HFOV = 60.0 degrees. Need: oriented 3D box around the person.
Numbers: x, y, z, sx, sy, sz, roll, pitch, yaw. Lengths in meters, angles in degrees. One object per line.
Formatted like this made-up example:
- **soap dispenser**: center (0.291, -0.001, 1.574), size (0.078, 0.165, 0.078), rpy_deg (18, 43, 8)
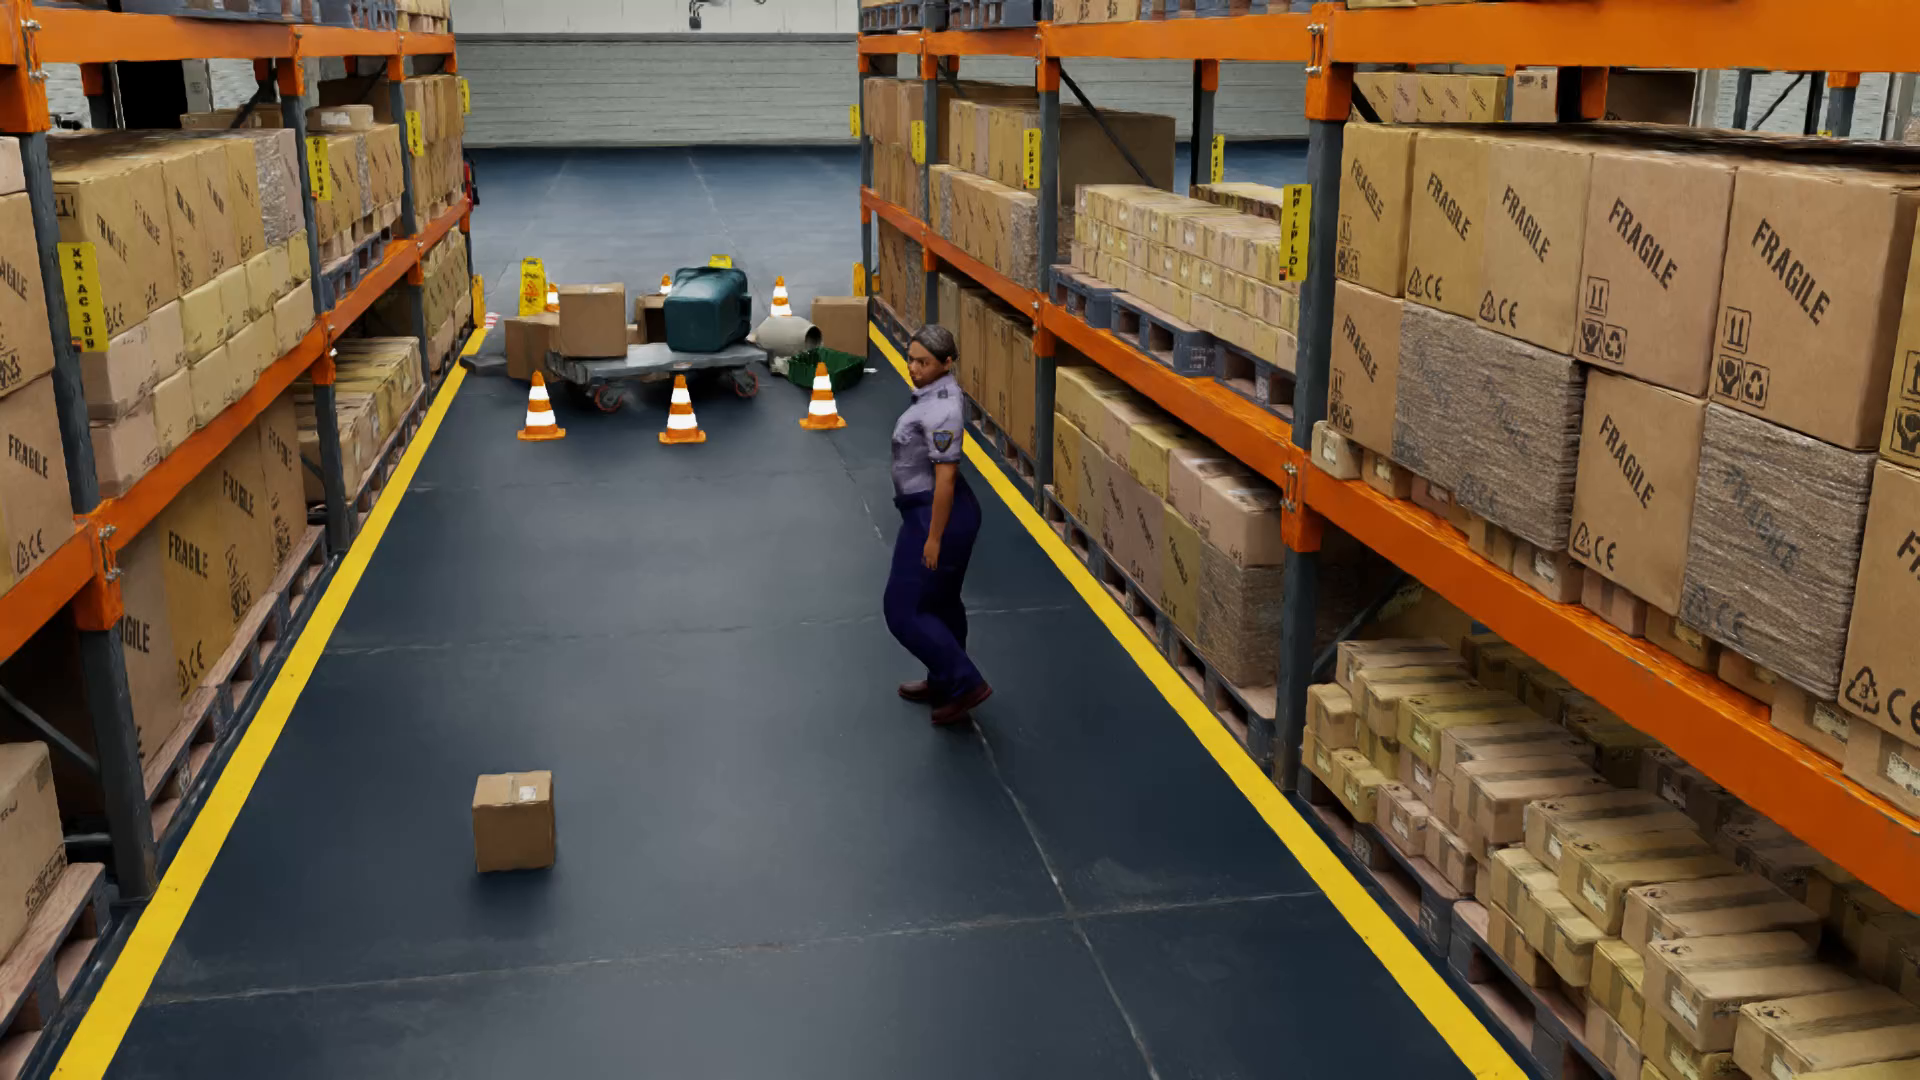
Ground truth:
- **person**: center (-0.070, -0.060, 6.722), size (0.433, 1.649, 0.529), rpy_deg (1, 17, 5)
